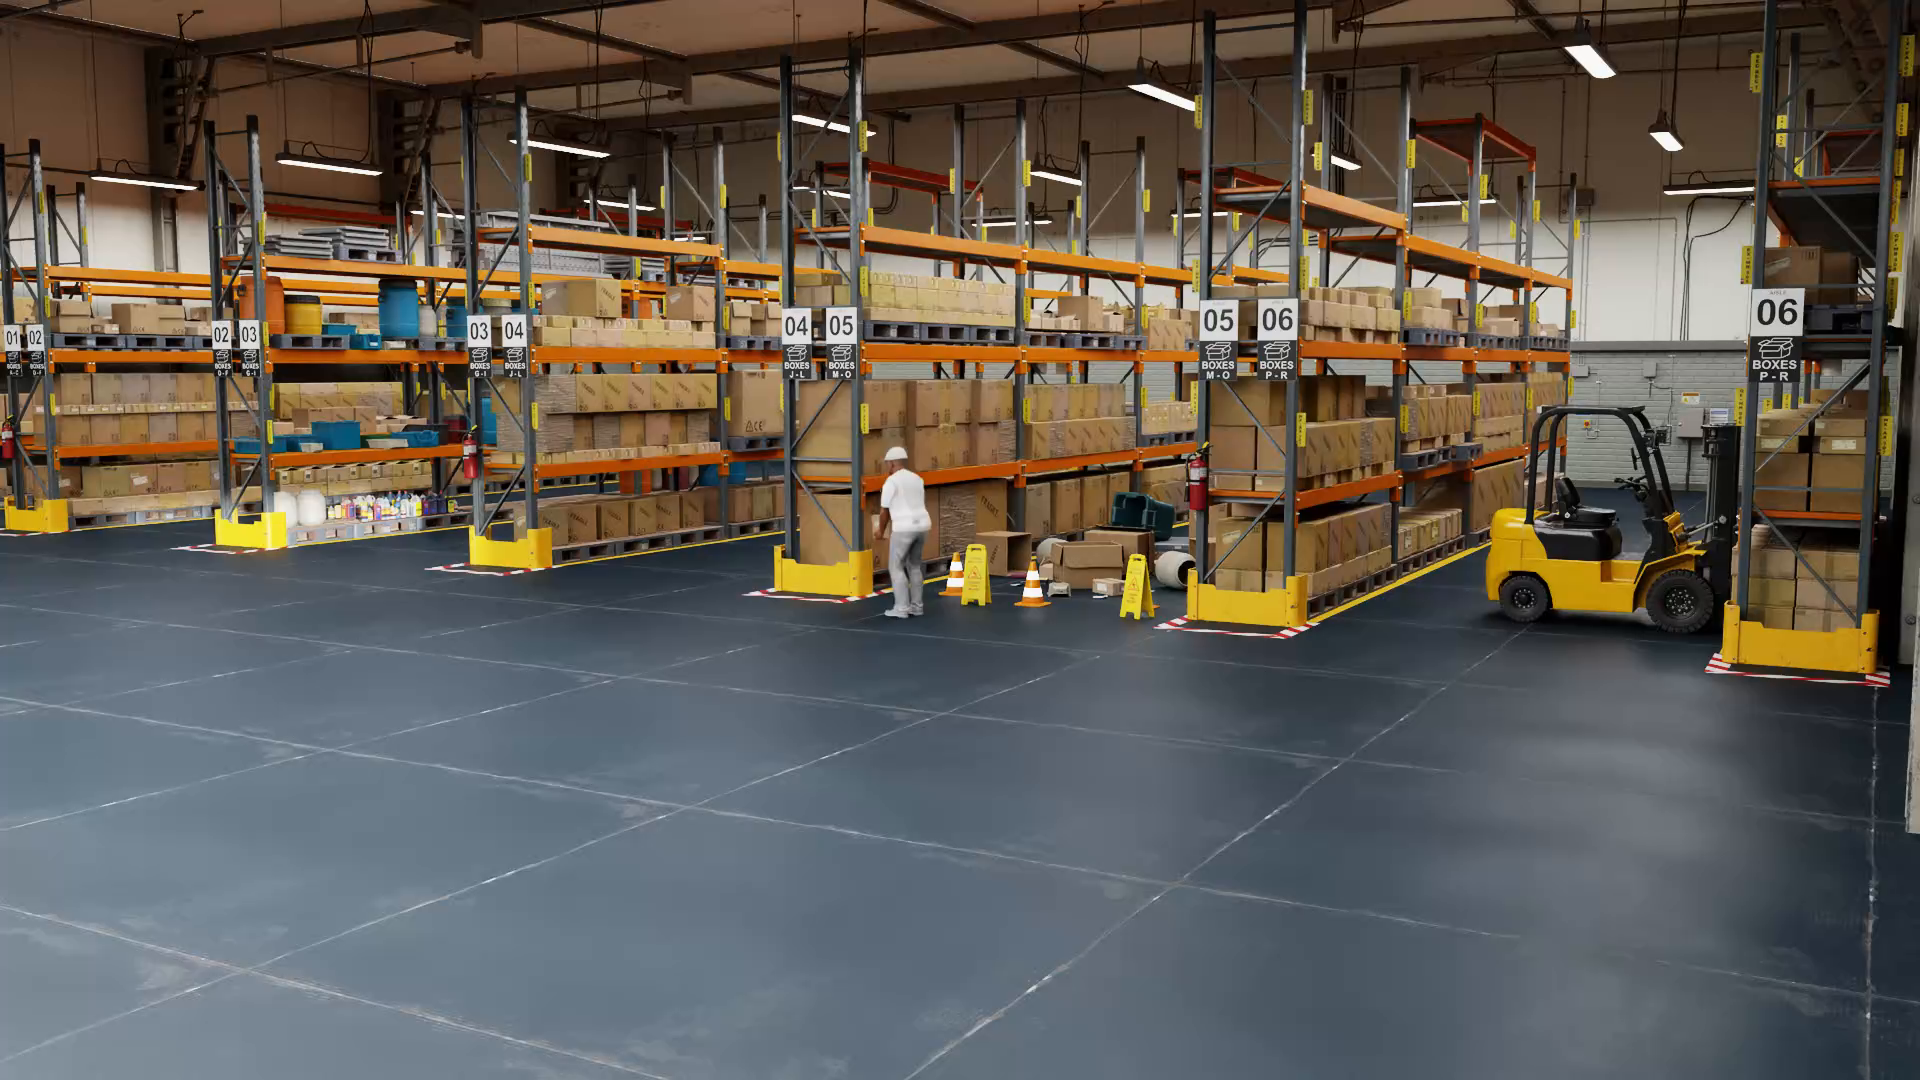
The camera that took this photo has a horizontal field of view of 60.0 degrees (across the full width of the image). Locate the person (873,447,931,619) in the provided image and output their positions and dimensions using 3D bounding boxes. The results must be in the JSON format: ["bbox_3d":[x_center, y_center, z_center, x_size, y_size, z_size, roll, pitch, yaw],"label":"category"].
[{"bbox_3d":[-0.605,-0.088,17.032,0.501,1.733,0.609,-6,8,-44],"label":"person"}]
